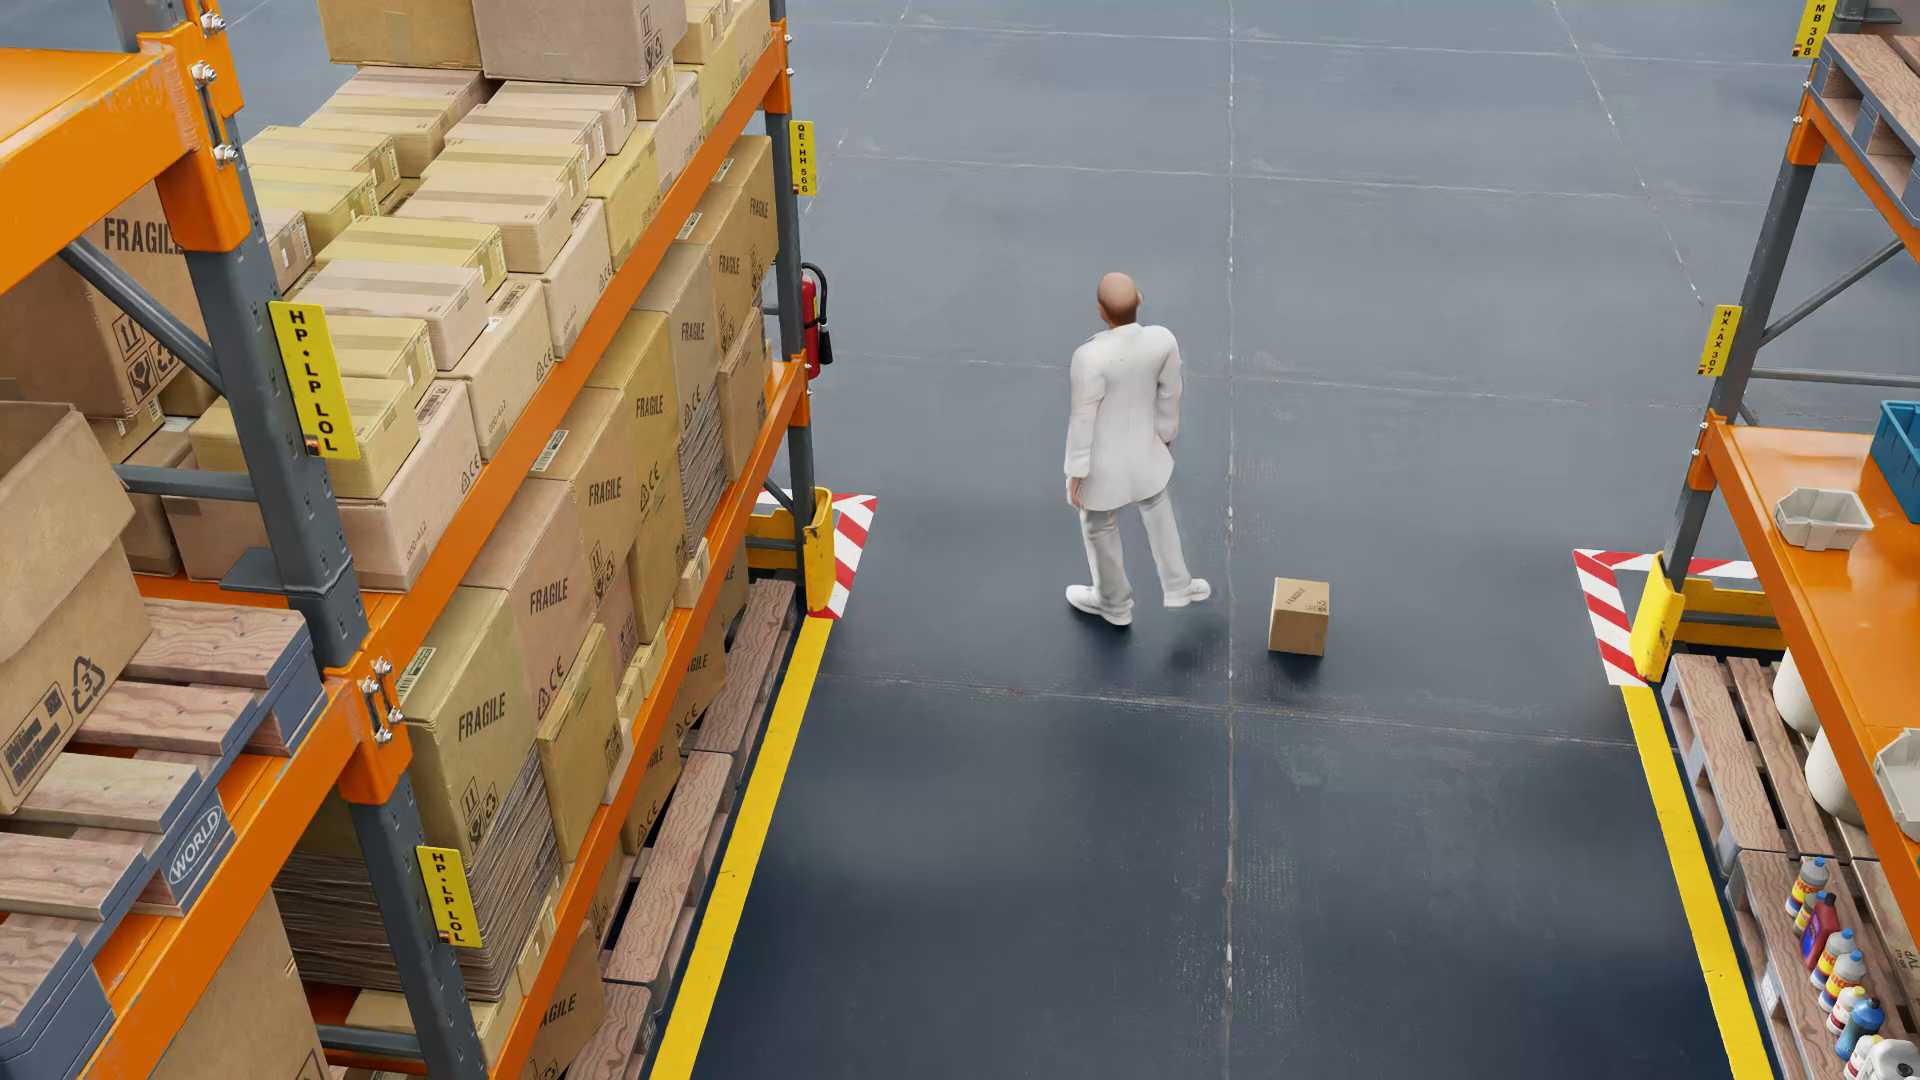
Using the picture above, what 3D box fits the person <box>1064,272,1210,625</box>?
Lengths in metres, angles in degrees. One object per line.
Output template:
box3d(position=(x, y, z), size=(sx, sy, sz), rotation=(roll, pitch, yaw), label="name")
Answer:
box3d(position=(0.817, -0.385, 7.572), size=(0.769, 1.766, 0.561), rotation=(-16, 39, -21), label="person")
